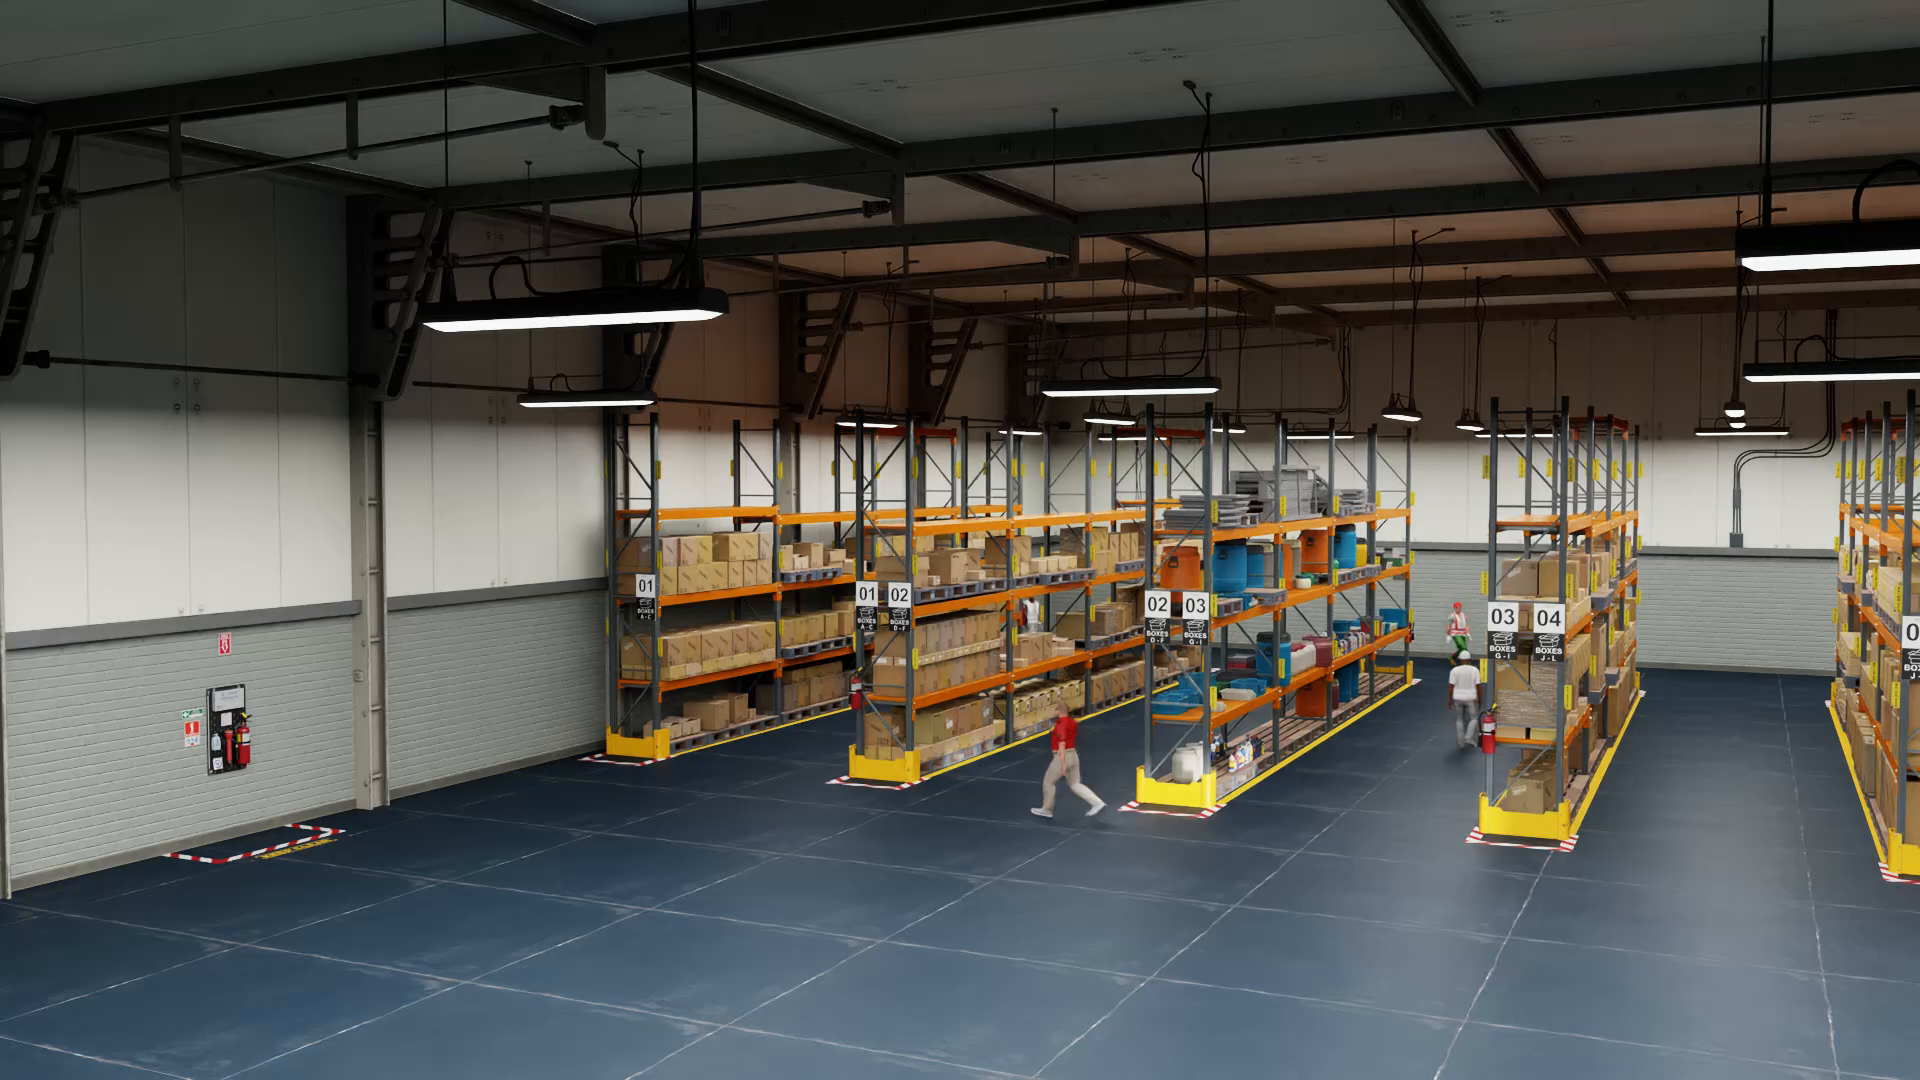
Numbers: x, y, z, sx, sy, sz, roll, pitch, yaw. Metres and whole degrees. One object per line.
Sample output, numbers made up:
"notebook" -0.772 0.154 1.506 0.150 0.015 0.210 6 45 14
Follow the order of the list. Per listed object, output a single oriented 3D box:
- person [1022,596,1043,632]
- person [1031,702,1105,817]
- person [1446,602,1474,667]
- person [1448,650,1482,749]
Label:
"person" 1.930 2.236 44.386 0.453 1.794 0.554 2 3 42
"person" 1.541 3.157 23.845 1.064 1.665 0.619 1 3 31
"person" 12.614 2.398 41.977 0.523 1.679 1.051 -1 3 -23
"person" 9.065 2.870 29.865 0.571 1.765 0.535 1 3 27
